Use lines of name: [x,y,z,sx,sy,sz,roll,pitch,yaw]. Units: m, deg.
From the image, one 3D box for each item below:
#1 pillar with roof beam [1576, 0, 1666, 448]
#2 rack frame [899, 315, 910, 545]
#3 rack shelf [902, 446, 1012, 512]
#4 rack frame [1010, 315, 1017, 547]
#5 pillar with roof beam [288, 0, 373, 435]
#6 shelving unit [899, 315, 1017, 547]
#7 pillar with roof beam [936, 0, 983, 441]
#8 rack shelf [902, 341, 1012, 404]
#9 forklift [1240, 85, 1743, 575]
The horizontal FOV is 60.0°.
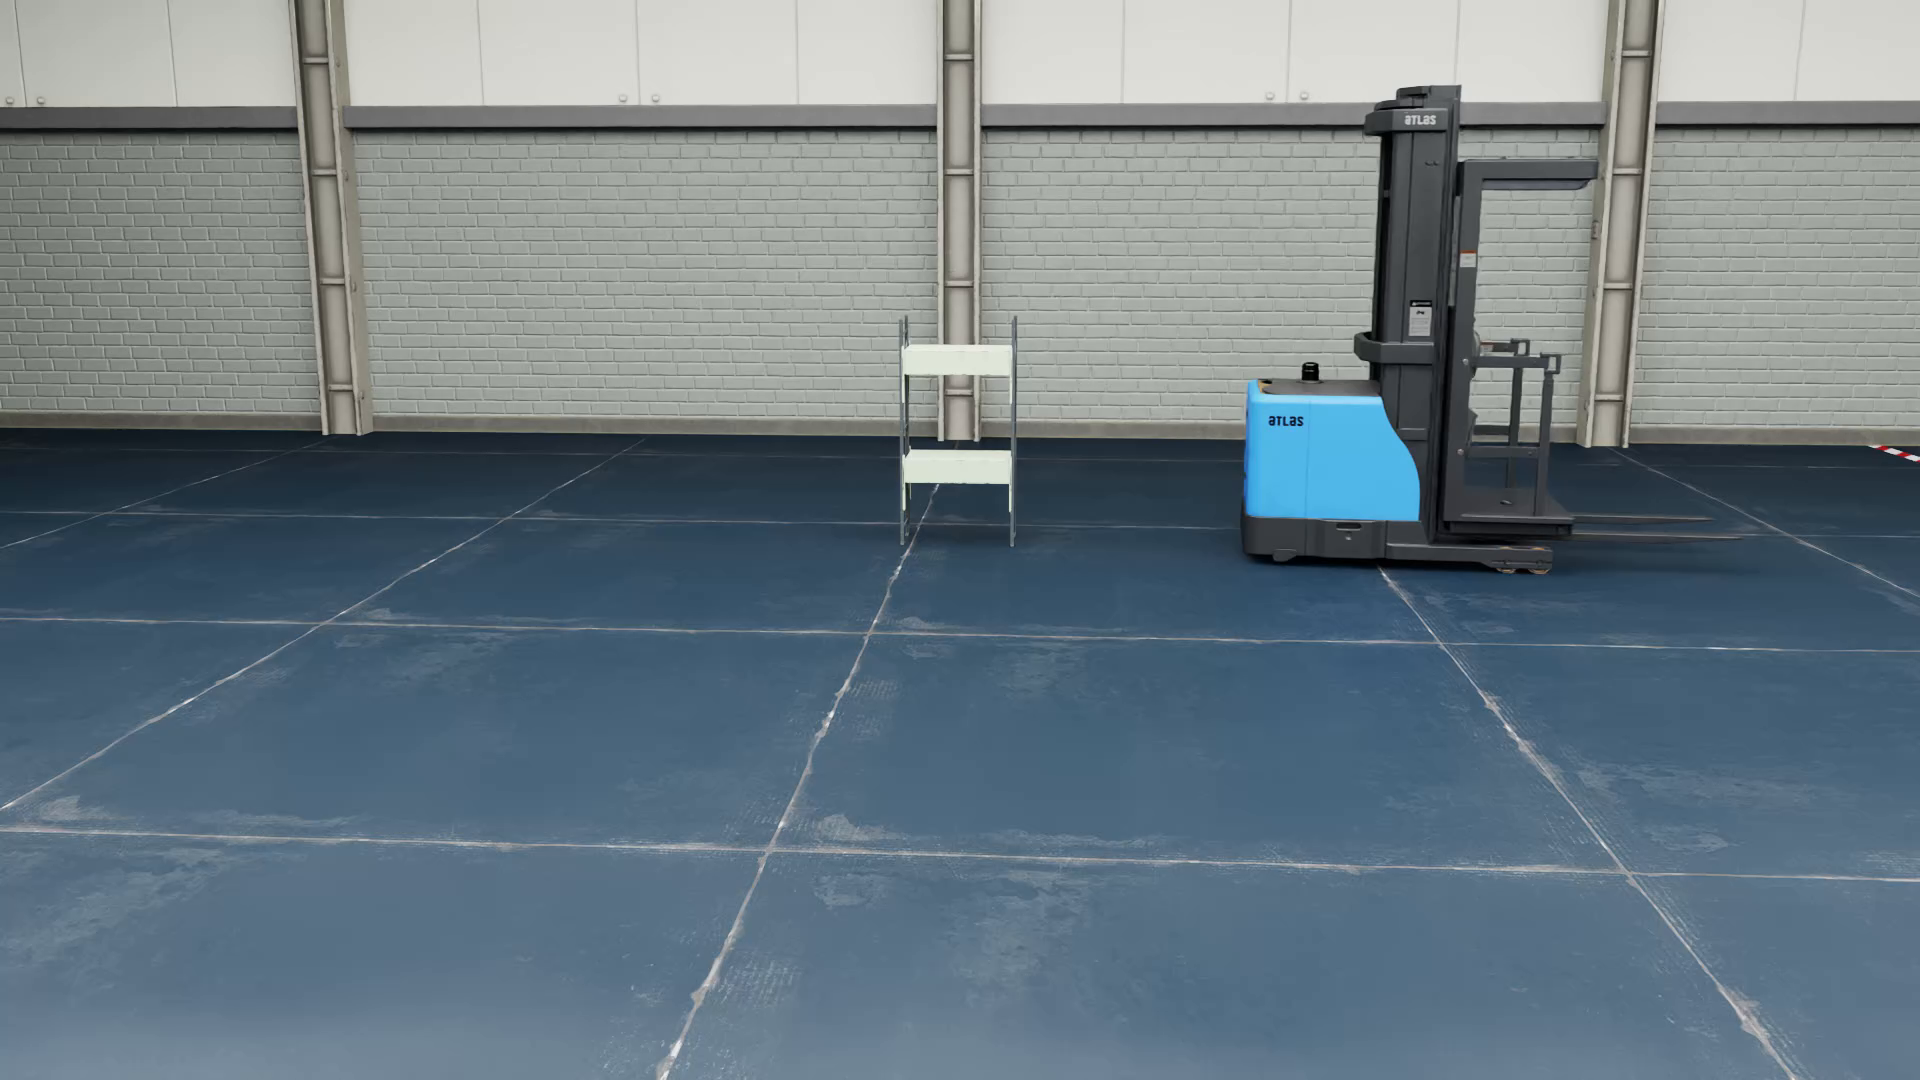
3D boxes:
pillar with roof beam: [5.696,-4.412,10.381,0.400,9.000,9.100,1,12,4]
rack frame: [-0.372,-0.739,11.139,0.023,1.500,0.400,1,12,4]
rack shelf: [-0.007,-0.415,11.182,0.720,0.370,0.431,1,12,4]
rack frame: [0.359,-0.729,11.091,0.023,1.500,0.400,1,12,4]
pillar with roof beam: [-6.277,-4.576,11.166,0.400,9.000,9.100,1,12,4]
shelving unit: [-0.007,-0.734,11.115,0.755,1.500,0.431,1,12,4]
pillar with roof beam: [-0.291,-4.494,10.773,0.400,9.000,9.100,1,12,4]
rack shelf: [-0.007,-1.116,11.035,0.720,0.370,0.431,1,12,4]
forklift: [3.364,-1.338,10.506,3.031,2.935,1.130,2,12,8]
